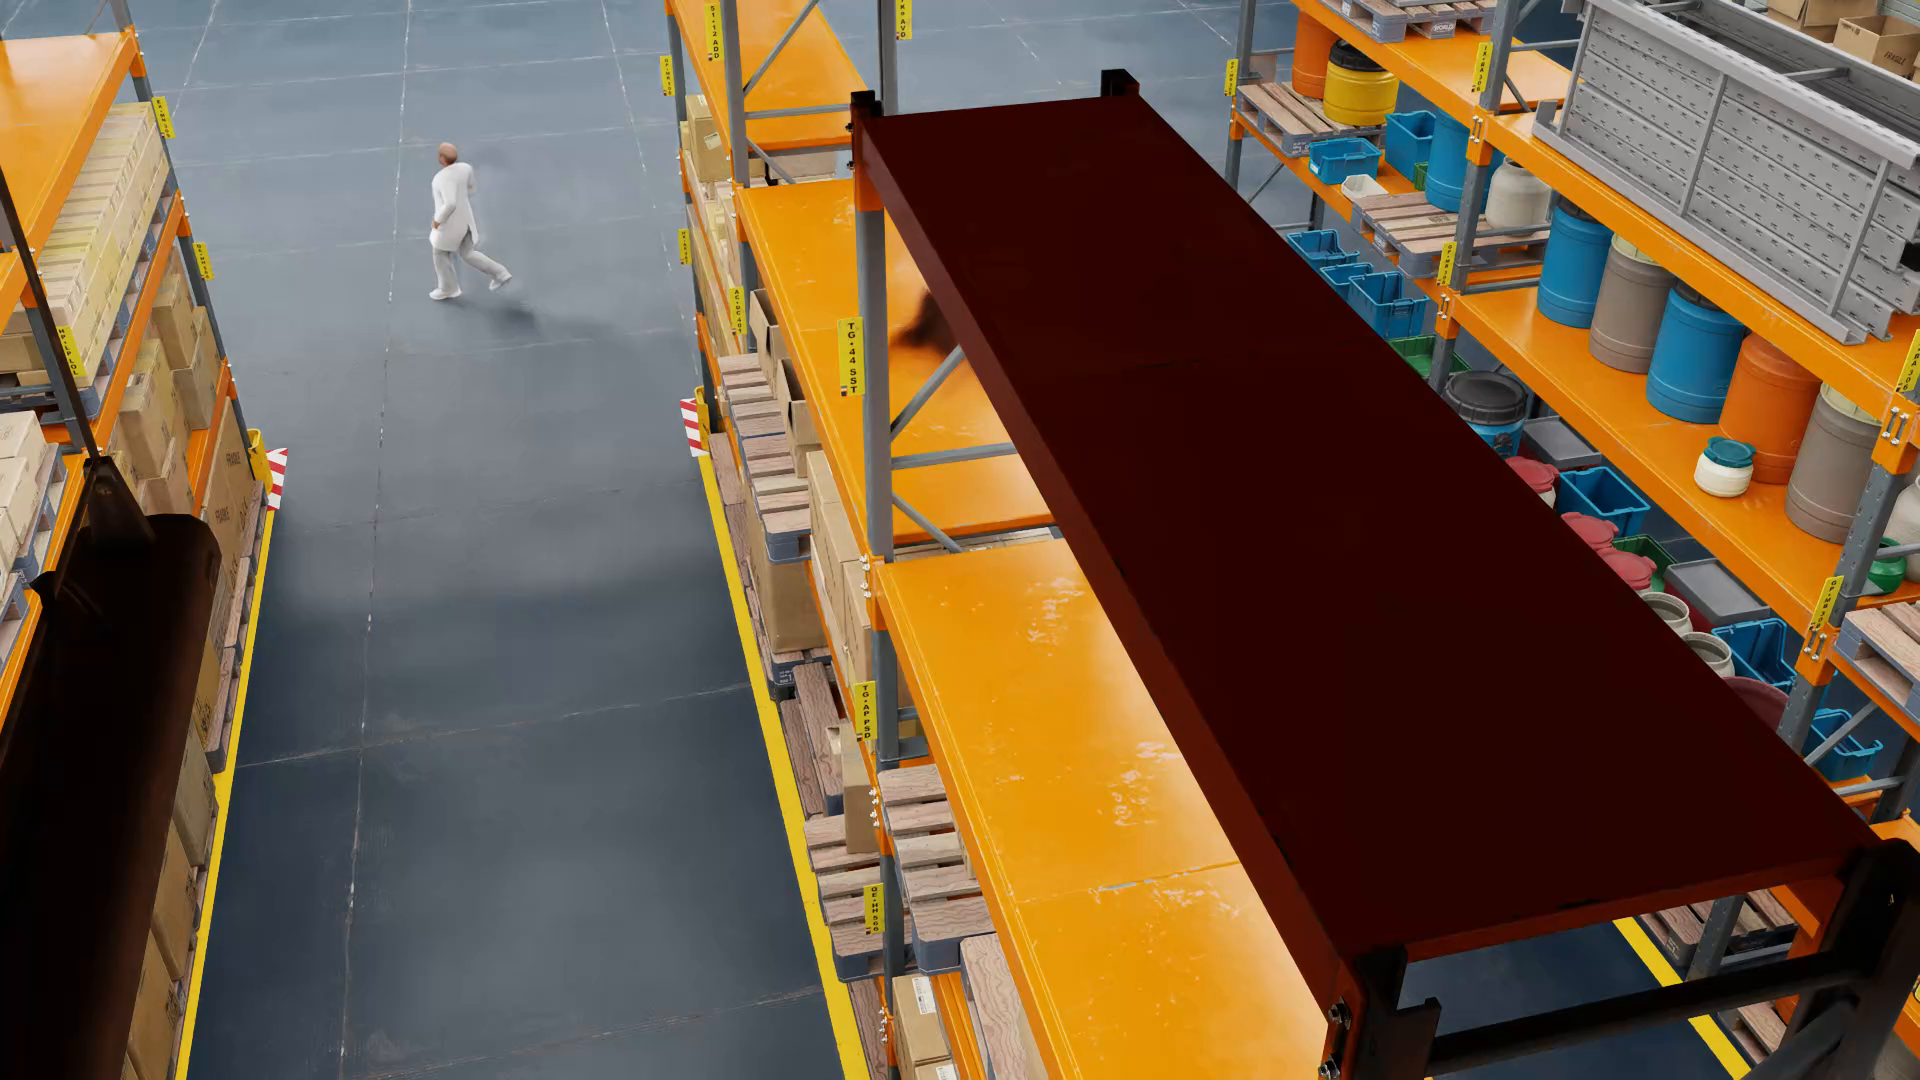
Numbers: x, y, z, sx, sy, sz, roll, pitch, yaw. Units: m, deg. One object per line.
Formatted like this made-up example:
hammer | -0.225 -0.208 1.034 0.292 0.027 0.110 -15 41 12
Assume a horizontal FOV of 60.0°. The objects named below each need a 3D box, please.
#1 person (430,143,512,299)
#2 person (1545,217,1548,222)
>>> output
person | -5.237 -3.281 17.354 1.017 1.771 0.723 12 36 17
person | 6.366 -4.085 18.565 0.758 1.750 0.606 11 36 16
